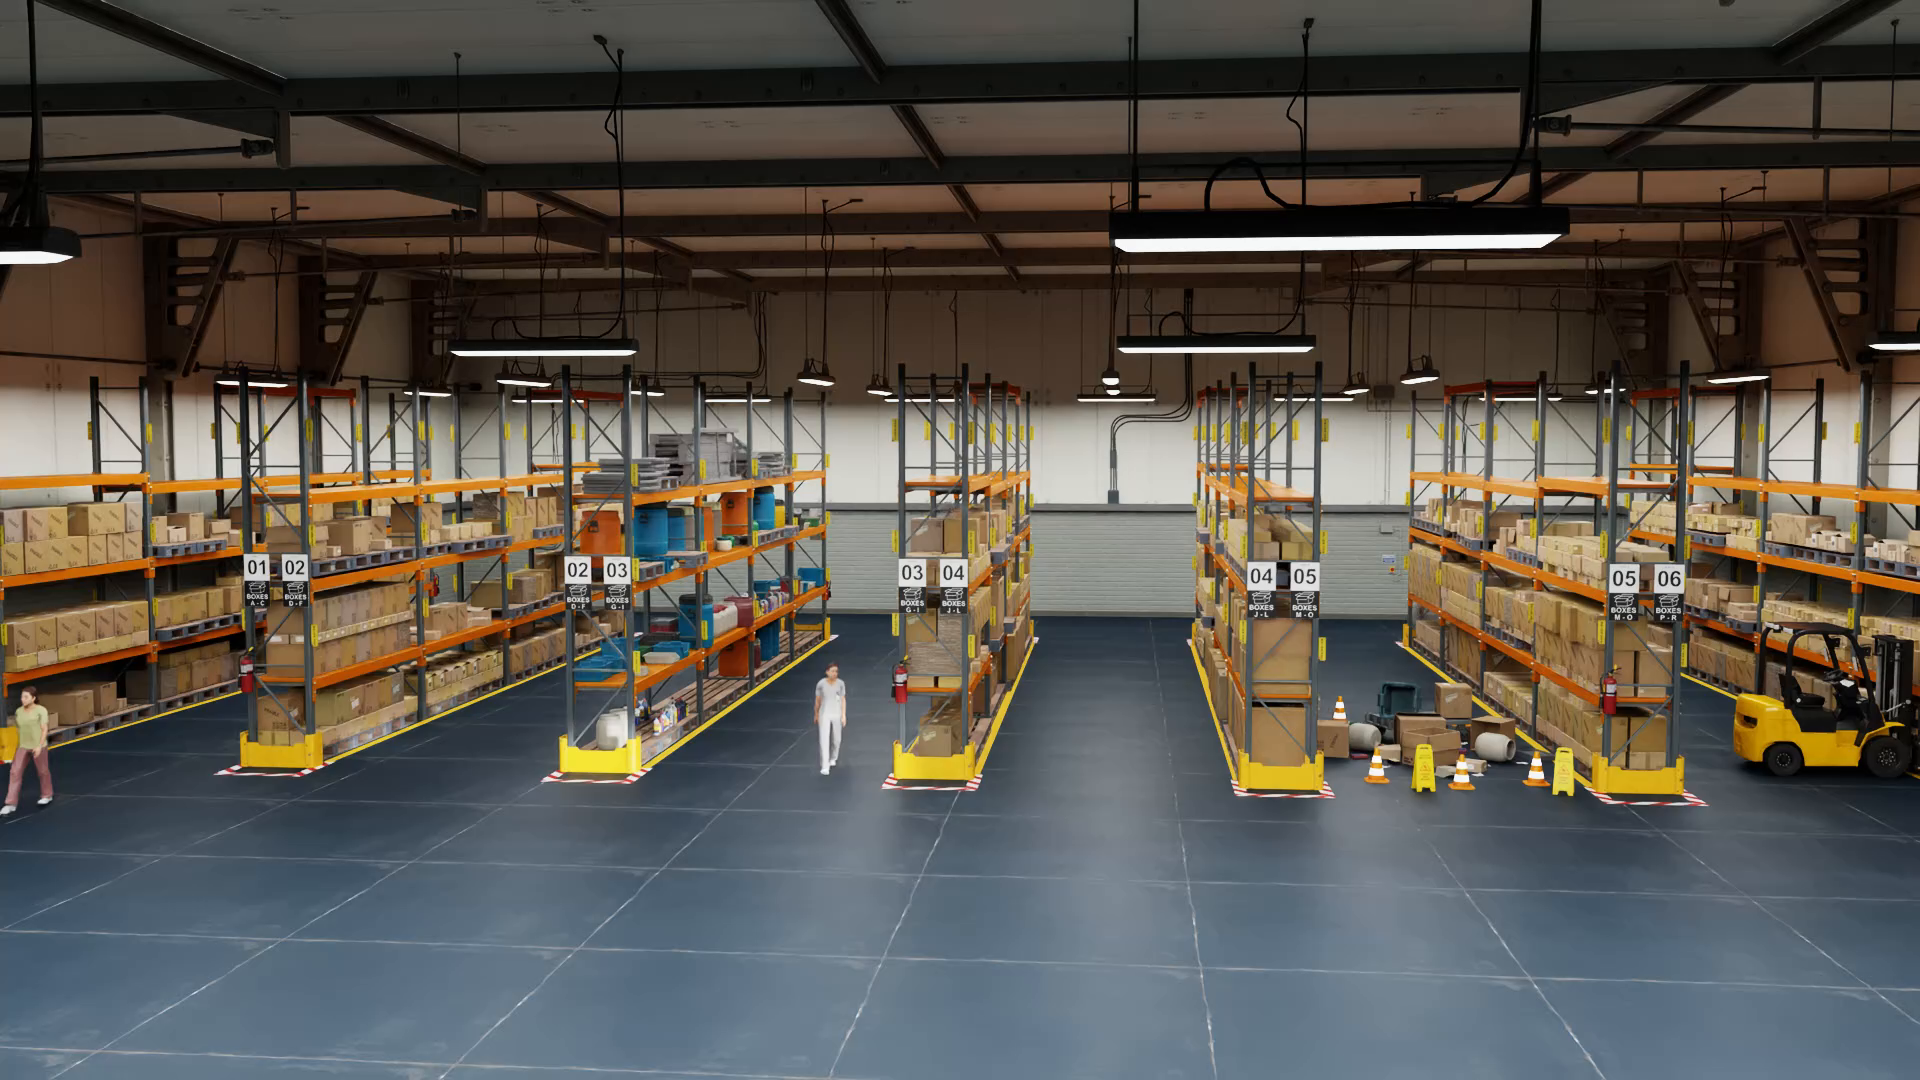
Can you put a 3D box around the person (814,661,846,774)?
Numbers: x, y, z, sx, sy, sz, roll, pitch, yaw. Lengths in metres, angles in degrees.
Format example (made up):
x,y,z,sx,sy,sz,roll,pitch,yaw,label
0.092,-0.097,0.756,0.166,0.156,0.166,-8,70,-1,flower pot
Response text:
x,y,z,sx,sy,sz,roll,pitch,yaw,label
-1.921,2.609,24.597,0.456,1.647,0.869,-1,4,-15,person

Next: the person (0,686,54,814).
x,y,z,sx,sy,sz,roll,pitch,yaw,label
-12.328,2.753,22.018,0.457,1.623,0.964,-1,4,-8,person

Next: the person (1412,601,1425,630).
x,y,z,sx,sy,sz,roll,pitch,yaw,label
11.110,1.574,40.099,0.619,1.670,0.459,0,4,5,person
